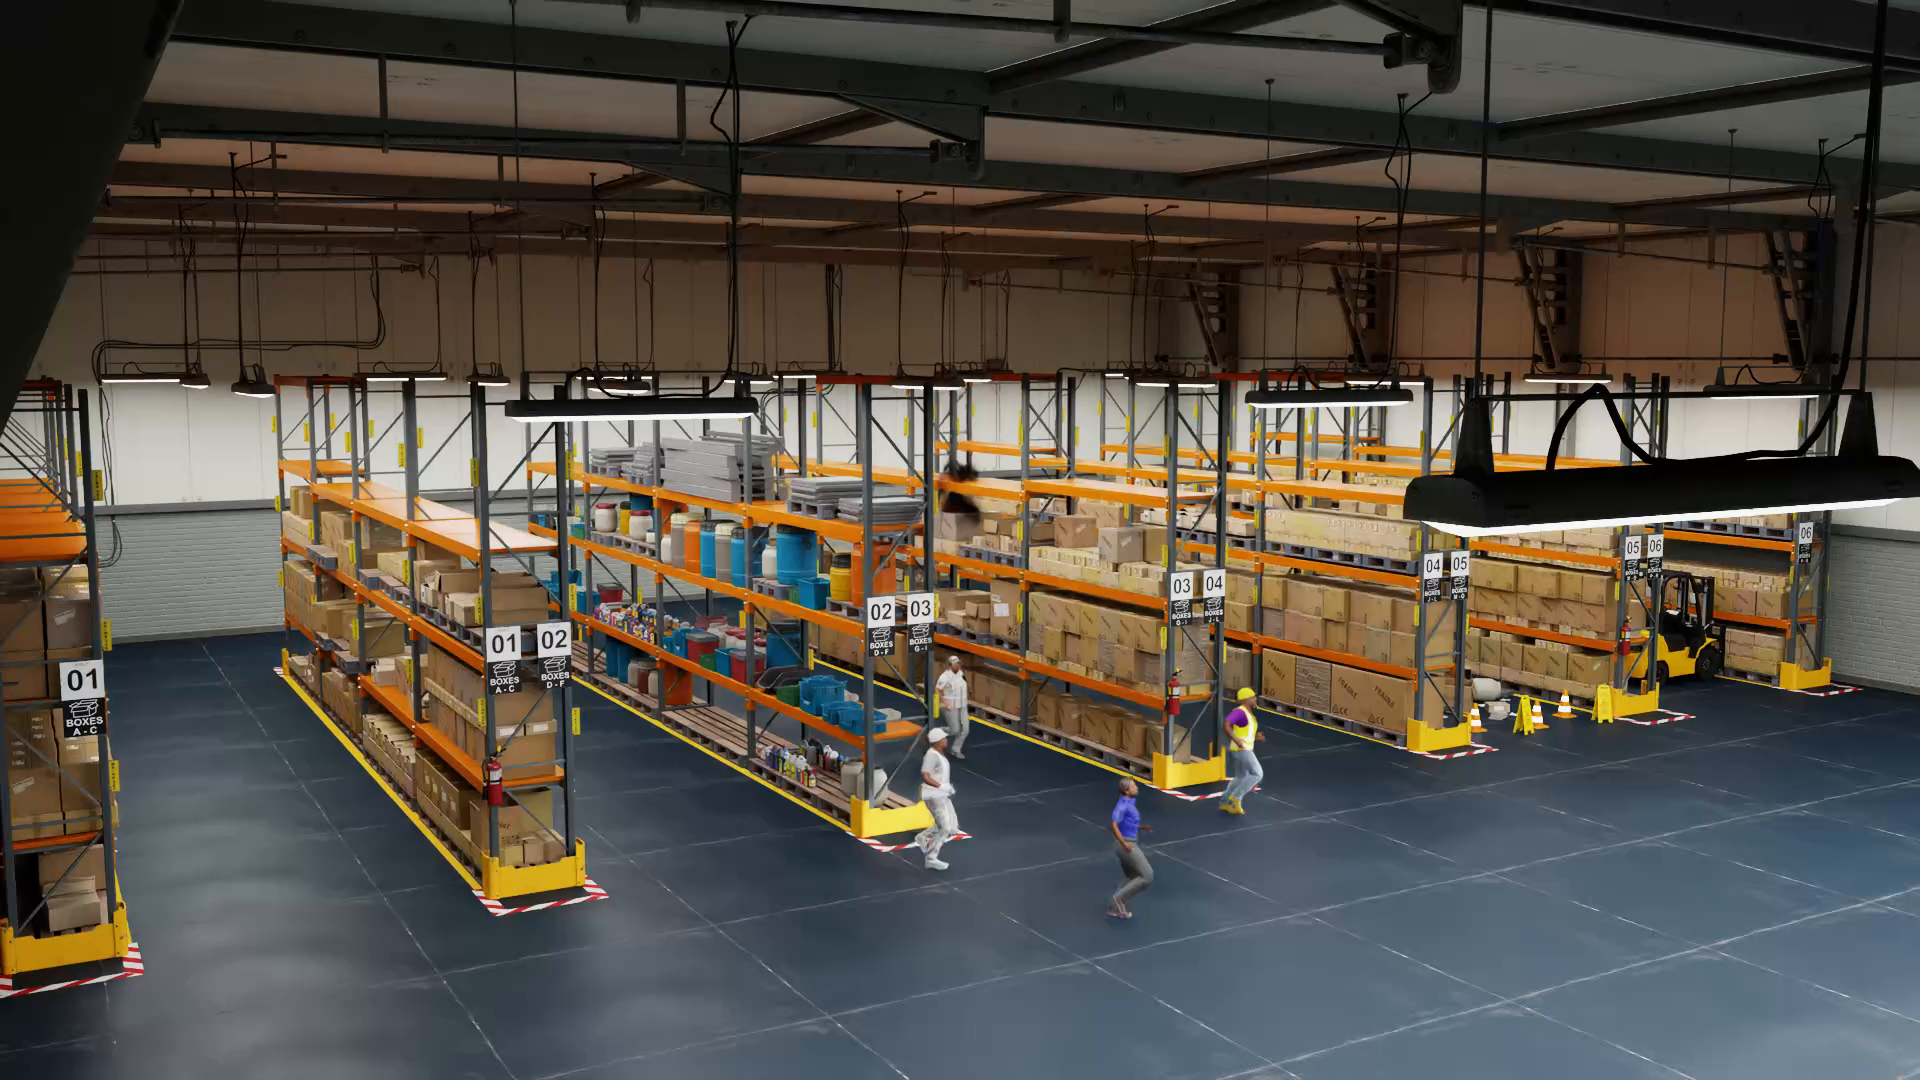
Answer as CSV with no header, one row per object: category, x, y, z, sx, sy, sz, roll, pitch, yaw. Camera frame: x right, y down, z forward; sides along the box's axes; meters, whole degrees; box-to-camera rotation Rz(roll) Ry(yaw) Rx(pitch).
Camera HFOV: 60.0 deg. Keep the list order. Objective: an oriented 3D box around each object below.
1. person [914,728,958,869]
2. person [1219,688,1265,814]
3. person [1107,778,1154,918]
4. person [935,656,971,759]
person,-0.297,3.210,20.875,0.576,1.705,0.697,1,6,11
person,3.953,2.930,23.256,0.613,1.727,0.697,1,6,12
person,1.926,3.472,18.730,0.528,1.612,0.642,1,6,6
person,-0.115,2.650,26.502,0.614,1.617,0.575,-5,8,-39
